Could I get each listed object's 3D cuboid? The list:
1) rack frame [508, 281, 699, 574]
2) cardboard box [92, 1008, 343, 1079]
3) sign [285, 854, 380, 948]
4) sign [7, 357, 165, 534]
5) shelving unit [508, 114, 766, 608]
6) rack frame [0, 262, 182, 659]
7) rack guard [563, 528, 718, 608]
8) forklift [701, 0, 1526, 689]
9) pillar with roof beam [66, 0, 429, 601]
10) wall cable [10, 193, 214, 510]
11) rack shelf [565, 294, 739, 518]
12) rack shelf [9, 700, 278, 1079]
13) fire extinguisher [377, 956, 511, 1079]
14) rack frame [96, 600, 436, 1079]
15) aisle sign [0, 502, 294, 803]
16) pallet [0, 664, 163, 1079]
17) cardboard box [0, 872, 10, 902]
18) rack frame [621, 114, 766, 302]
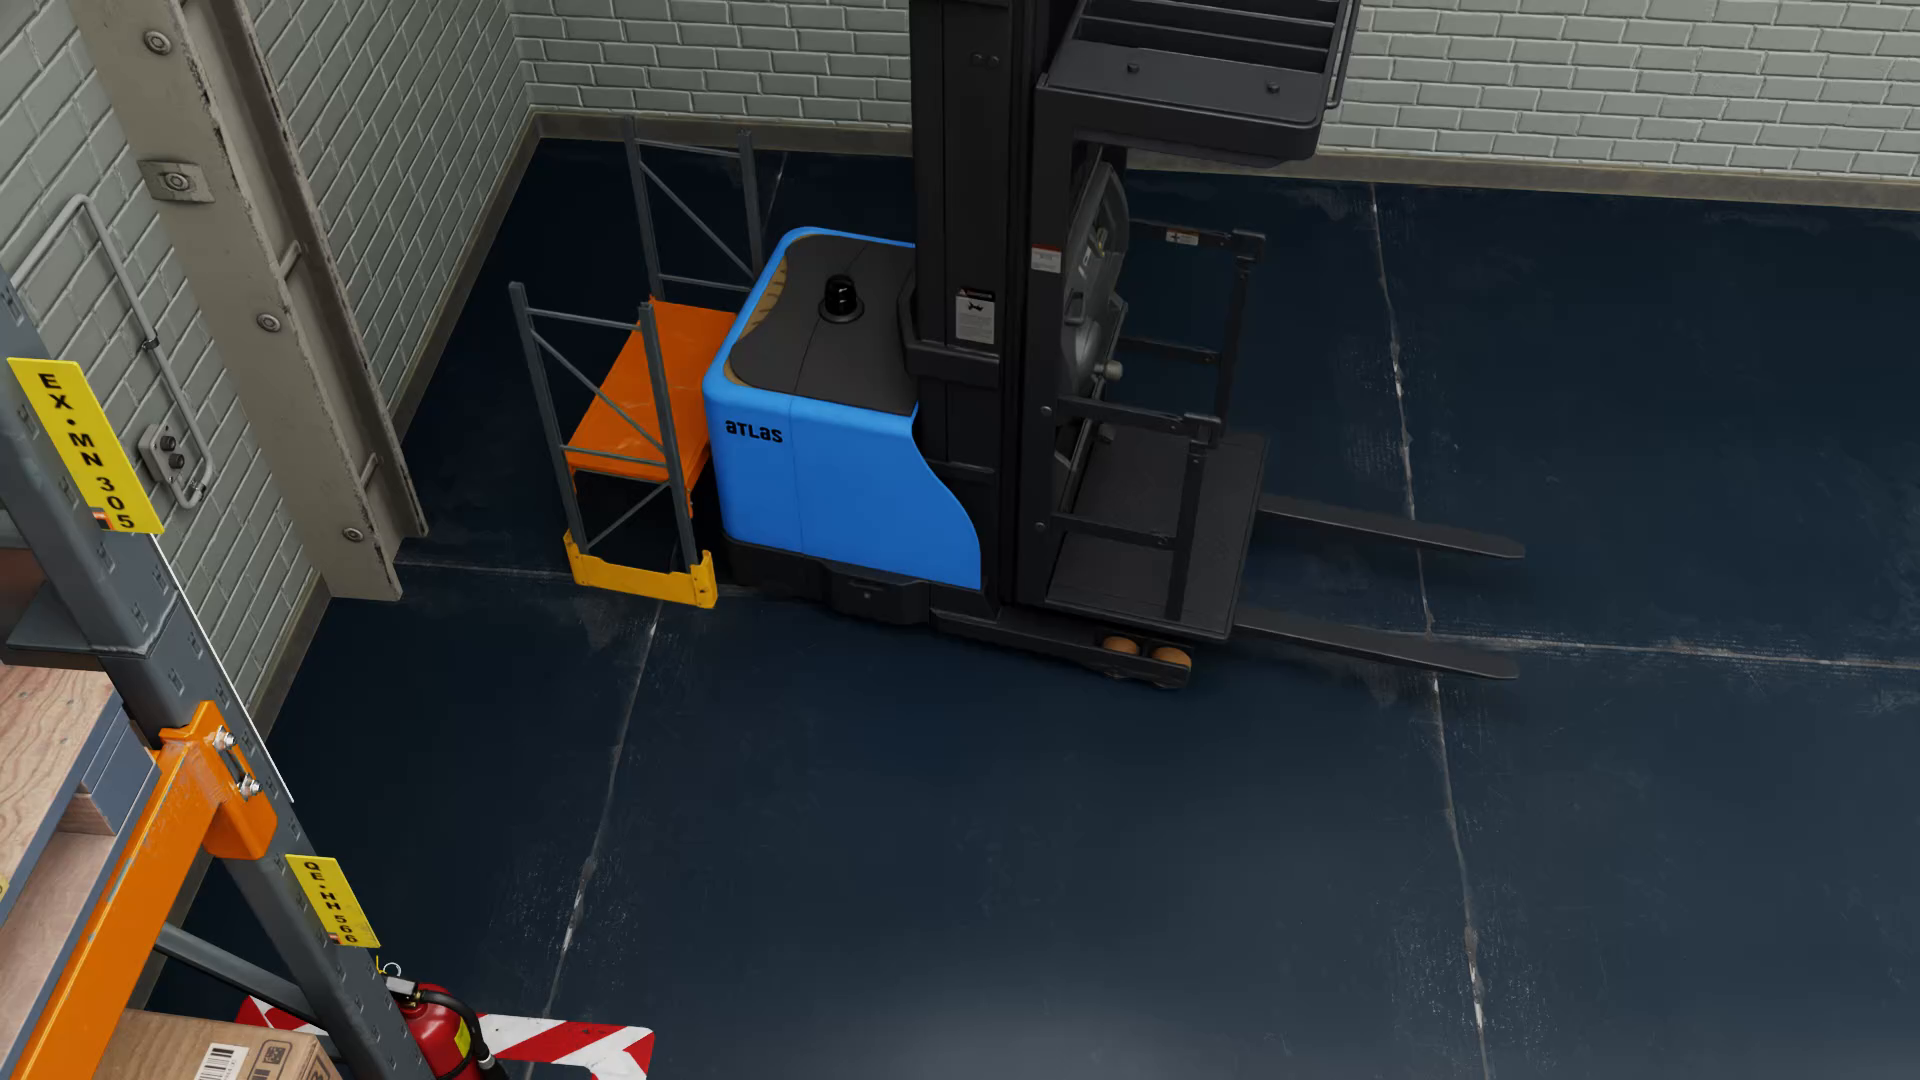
[{"bbox_3d":[-1.252,-0.300,6.034,0.500,1.500,0.032,10,48,9],"label":"rack frame"},{"bbox_3d":[-1.770,1.389,3.269,0.980,0.700,0.700,6,48,5],"label":"cardboard box"},{"bbox_3d":[-1.194,0.691,3.166,0.100,0.325,0.005,4,48,4],"label":"sign"},{"bbox_3d":[-1.194,-0.123,2.276,0.100,0.325,0.005,4,48,4],"label":"sign"},{"bbox_3d":[-1.131,-0.672,6.373,0.587,1.500,1.083,10,48,9],"label":"shelving unit"},{"bbox_3d":[-1.733,-0.910,1.510,1.000,3.000,0.127,4,48,4],"label":"rack frame"},{"bbox_3d":[-1.246,0.108,6.508,0.587,0.250,0.087,10,48,9],"label":"rack guard"},{"bbox_3d":[0.645,-0.868,5.584,3.031,2.935,1.130,11,49,10],"label":"forklift"},{"bbox_3d":[1.939,-2.663,3.113,9.100,9.000,0.400,4,48,4],"label":"pillar with roof beam"},{"bbox_3d":[-2.559,-0.233,4.267,0.084,1.984,1.851,4,48,4],"label":"wall cable"},{"bbox_3d":[-1.133,-0.544,6.500,0.538,0.185,1.000,10,48,9],"label":"rack shelf"},{"bbox_3d":[-1.916,1.815,1.538,1.077,0.370,4.000,4,48,4],"label":"rack shelf"},{"bbox_3d":[-1.260,1.187,3.963,0.296,0.674,0.183,4,48,4],"label":"fire extinguisher"},{"bbox_3d":[-1.733,1.115,3.724,1.000,3.000,0.127,4,48,4],"label":"rack frame"},{"bbox_3d":[-1.428,0.205,2.794,0.394,0.787,0.004,4,48,4],"label":"aisle sign"},{"bbox_3d":[-1.790,0.678,2.150,1.003,0.211,1.213,4,48,4],"label":"pallet"},{"bbox_3d":[-1.536,0.534,1.972,0.500,0.250,0.500,5,48,5],"label":"cardboard box"},{"bbox_3d":[-1.014,-1.030,6.701,0.500,1.500,0.032,10,48,9],"label":"rack frame"}]
